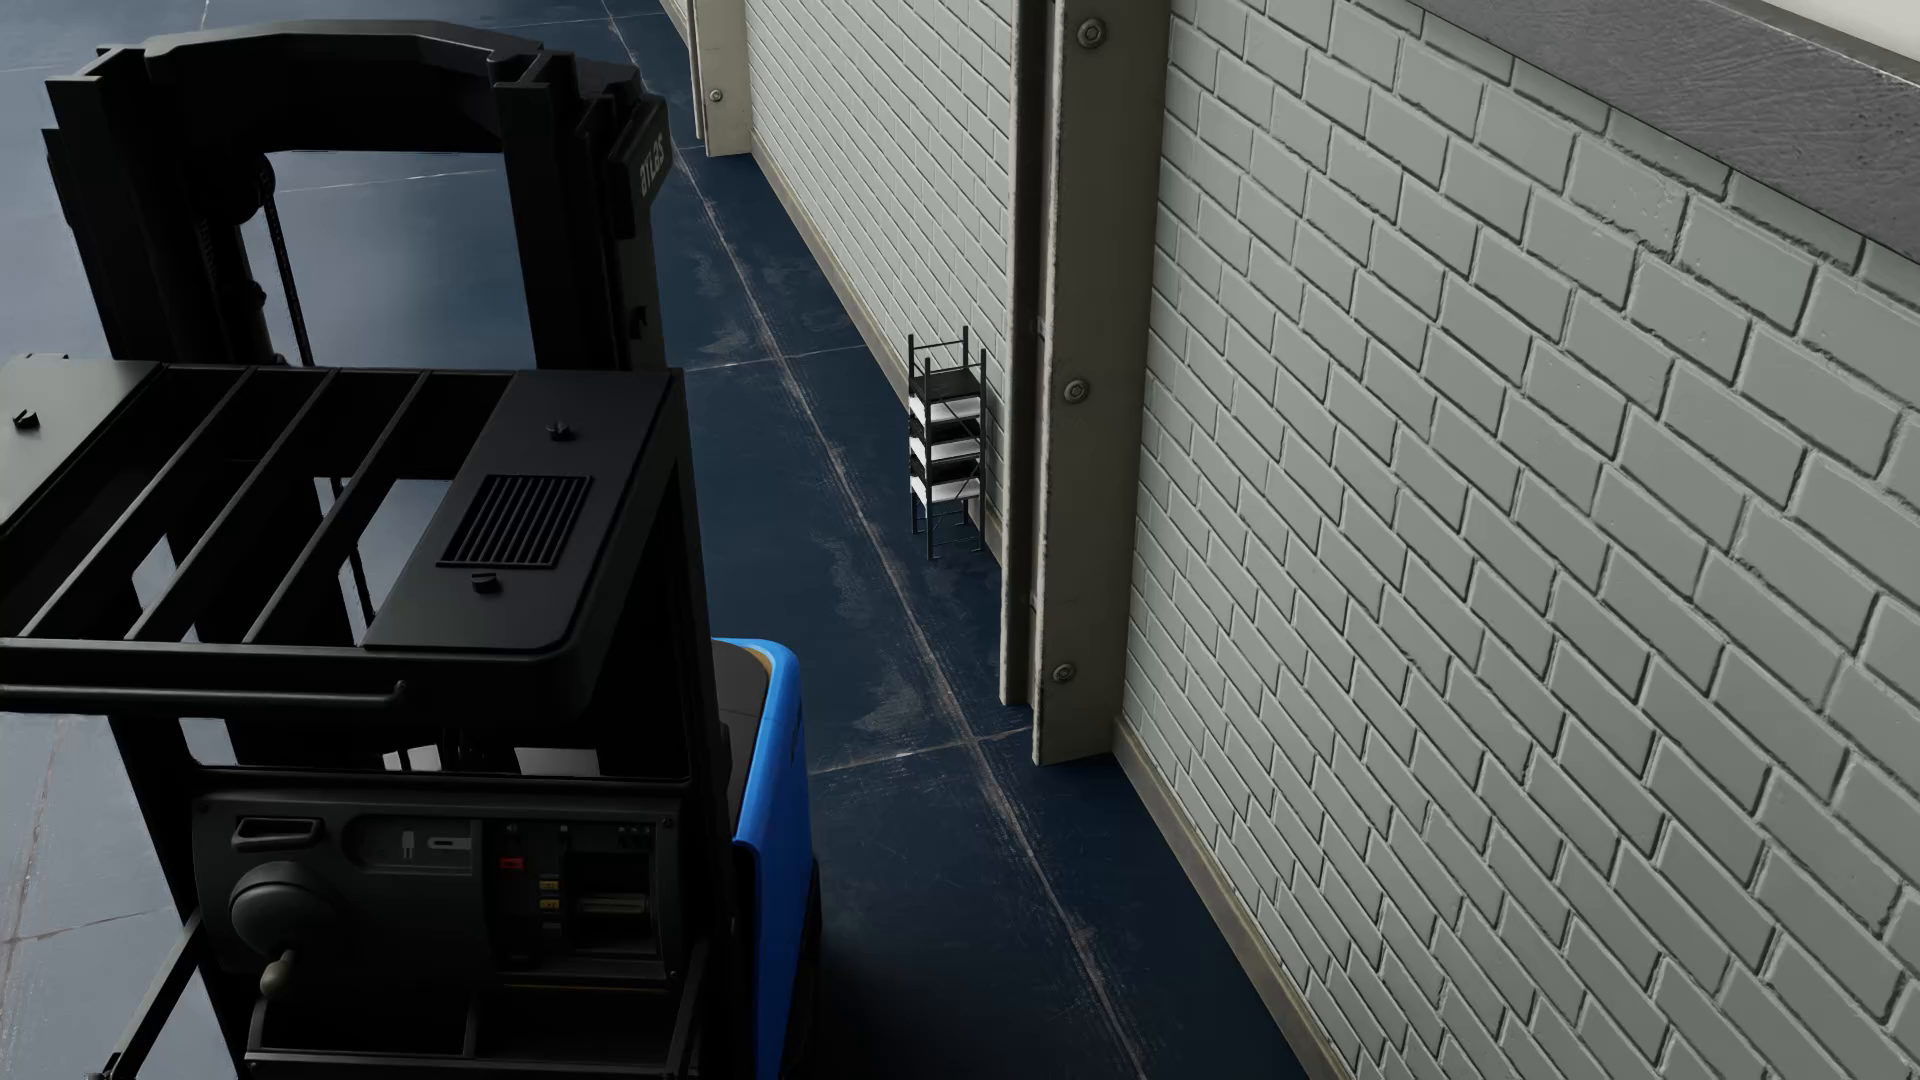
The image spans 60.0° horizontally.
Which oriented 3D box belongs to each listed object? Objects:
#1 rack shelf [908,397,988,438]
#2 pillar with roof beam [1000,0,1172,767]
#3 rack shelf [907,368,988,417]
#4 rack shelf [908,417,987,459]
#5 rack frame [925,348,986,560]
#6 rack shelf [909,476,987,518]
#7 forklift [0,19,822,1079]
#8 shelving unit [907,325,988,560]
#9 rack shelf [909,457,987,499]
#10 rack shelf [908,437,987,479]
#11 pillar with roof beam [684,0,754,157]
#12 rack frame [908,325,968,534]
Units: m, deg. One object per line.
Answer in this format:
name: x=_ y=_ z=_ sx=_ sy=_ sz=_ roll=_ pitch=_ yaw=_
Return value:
rack shelf: x=-0.049 y=-0.492 z=6.412 sx=0.258 sy=0.077 sz=0.200 roll=-11 pitch=35 yaw=-16
pillar with roof beam: x=-3.754 y=-2.397 z=2.215 sx=9.100 sy=9.000 sz=0.400 roll=-10 pitch=35 yaw=-15
rack shelf: x=-0.049 y=-0.567 z=6.363 sx=0.258 sy=0.077 sz=0.200 roll=-11 pitch=35 yaw=-16
rack shelf: x=-0.049 y=-0.417 z=6.462 sx=0.258 sy=0.077 sz=0.200 roll=-11 pitch=35 yaw=-16
rack frame: x=-0.016 y=-0.317 z=6.413 sx=0.240 sy=0.900 sz=0.006 roll=-11 pitch=35 yaw=-16
rack shelf: x=-0.049 y=-0.192 z=6.611 sx=0.258 sy=0.077 sz=0.200 roll=-11 pitch=35 yaw=-16
forklift: x=-0.995 y=0.735 z=2.979 sx=1.130 sy=2.935 sz=3.031 roll=1 pitch=33 yaw=2
shelving unit: x=-0.049 y=-0.370 z=6.493 sx=0.258 sy=0.900 sz=0.210 roll=-11 pitch=35 yaw=-16
rack shelf: x=-0.049 y=-0.267 z=6.561 sx=0.258 sy=0.077 sz=0.200 roll=-11 pitch=35 yaw=-16
rack shelf: x=-0.049 y=-0.342 z=6.512 sx=0.258 sy=0.077 sz=0.200 roll=-11 pitch=35 yaw=-16
pillar with roof beam: x=-5.584 y=-5.547 z=6.982 sx=9.100 sy=9.000 sz=0.400 roll=-10 pitch=35 yaw=-15
rack frame: x=-0.082 y=-0.423 z=6.574 sx=0.240 sy=0.900 sz=0.006 roll=-11 pitch=35 yaw=-16
